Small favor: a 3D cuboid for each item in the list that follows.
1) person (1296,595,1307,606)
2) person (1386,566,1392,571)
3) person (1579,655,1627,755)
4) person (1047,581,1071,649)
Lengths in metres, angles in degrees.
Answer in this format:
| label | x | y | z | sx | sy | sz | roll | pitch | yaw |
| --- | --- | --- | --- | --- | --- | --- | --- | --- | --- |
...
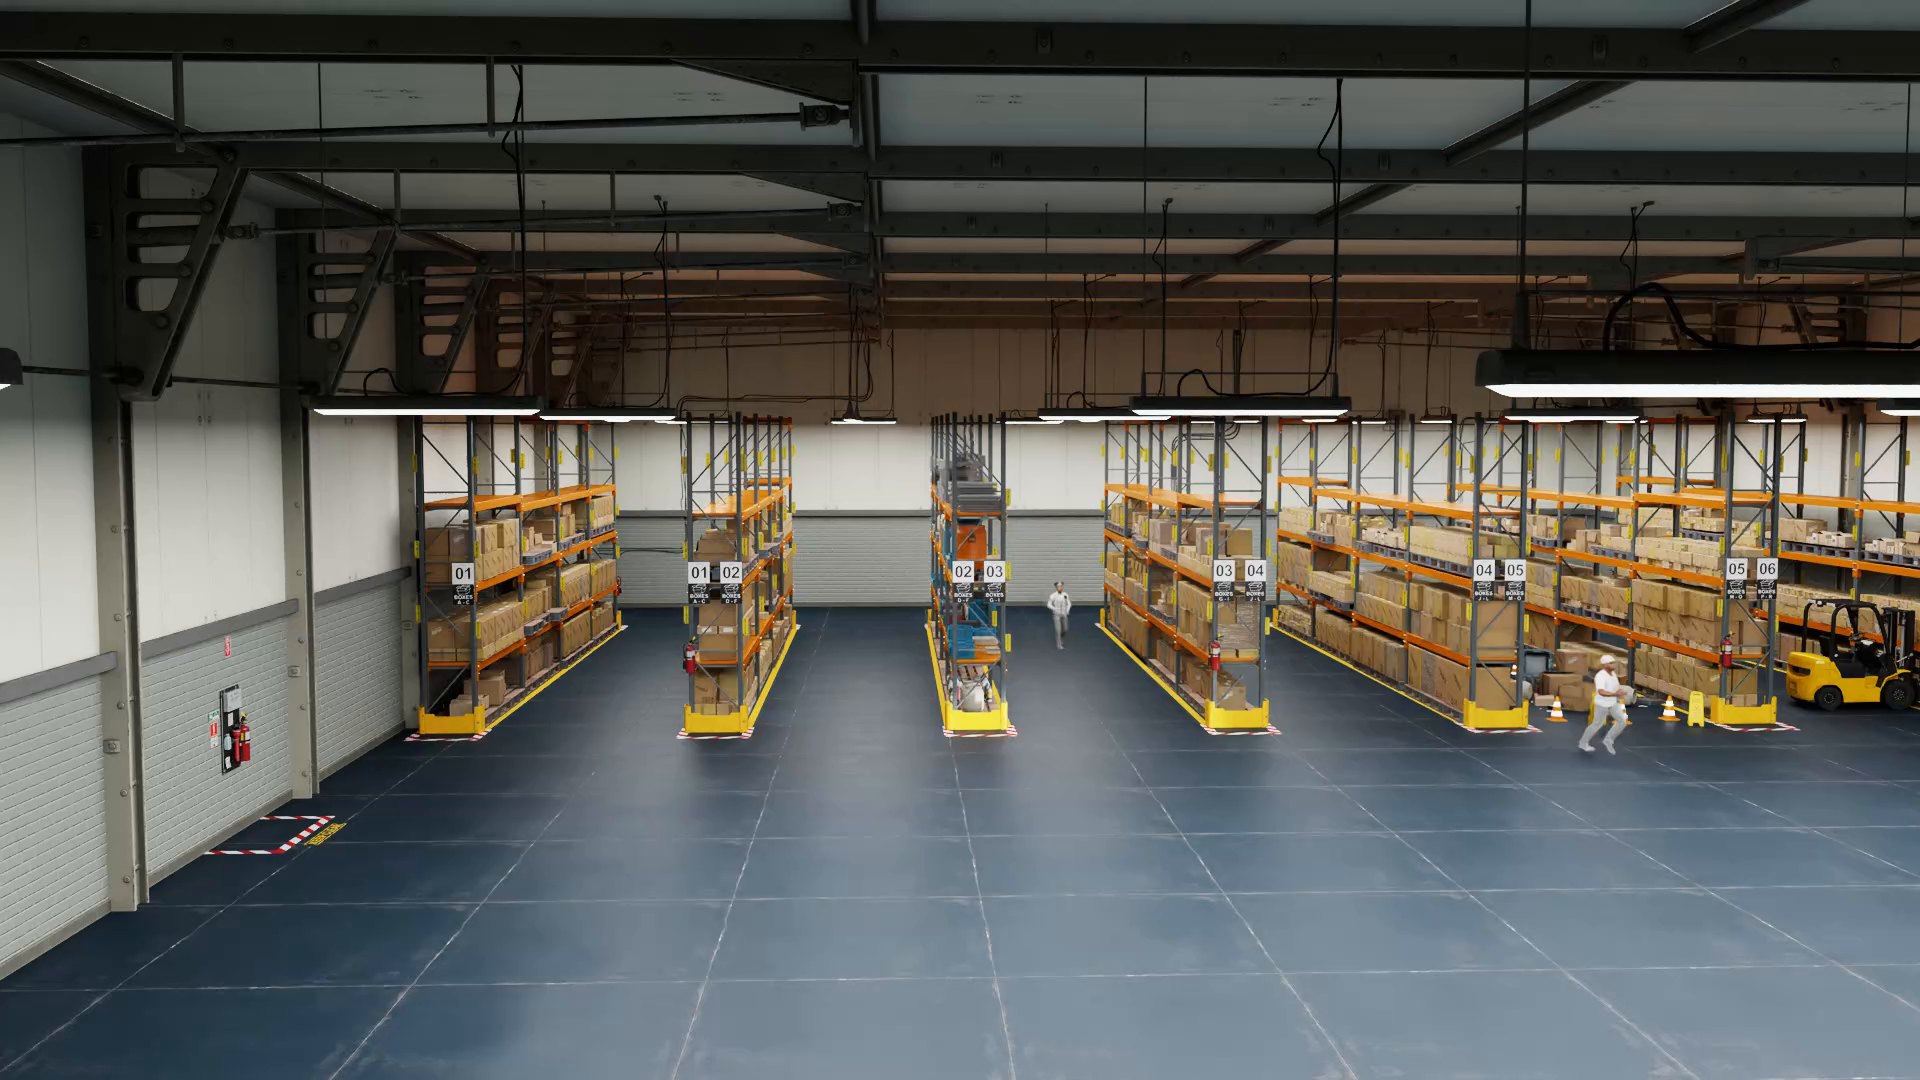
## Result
| label | x | y | z | sx | sy | sz | roll | pitch | yaw |
| --- | --- | --- | --- | --- | --- | --- | --- | --- | --- |
| person | 10.115 | 1.527 | 48.991 | 0.615 | 1.769 | 0.746 | 3 | 5 | 33 |
| person | 12.763 | 1.575 | 49.243 | 0.692 | 1.630 | 0.511 | 0 | 4 | -3 |
| person | 11.268 | 2.866 | 28.978 | 0.710 | 1.755 | 0.860 | -3 | 5 | -38 |
| person | 2.456 | 1.840 | 40.677 | 0.610 | 1.651 | 0.526 | -1 | 4 | -12 |
